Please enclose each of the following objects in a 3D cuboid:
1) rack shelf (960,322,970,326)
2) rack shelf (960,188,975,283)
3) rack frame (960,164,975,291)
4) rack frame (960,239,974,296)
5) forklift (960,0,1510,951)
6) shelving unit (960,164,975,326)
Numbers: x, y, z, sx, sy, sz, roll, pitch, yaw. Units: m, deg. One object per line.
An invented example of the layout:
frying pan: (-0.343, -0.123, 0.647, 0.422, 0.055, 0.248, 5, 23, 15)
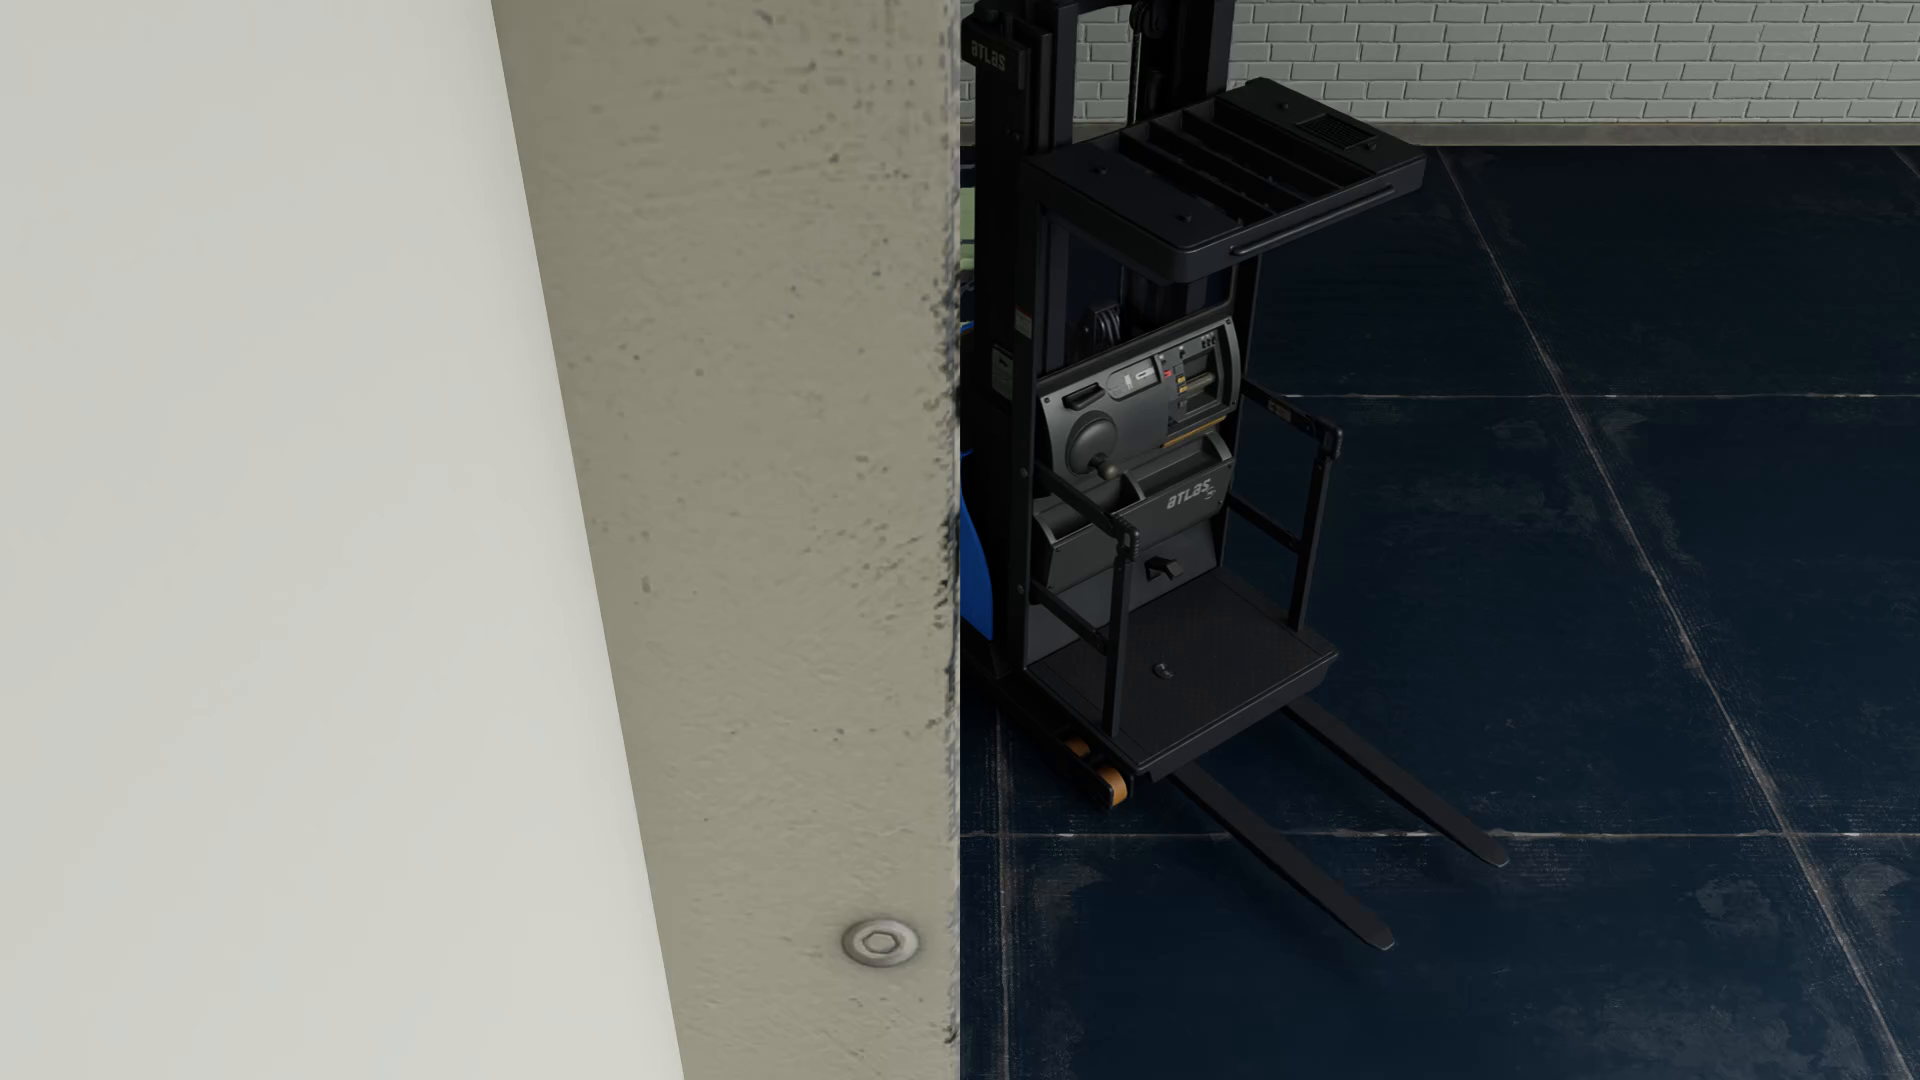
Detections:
rack shelf: (-0.062, -0.729, 7.968, 0.431, 0.370, 0.720, 0, 38, 0)
rack shelf: (-0.062, -1.294, 7.528, 0.431, 0.370, 0.720, 0, 38, 0)
rack frame: (-0.063, -1.211, 8.057, 0.400, 1.500, 0.023, 0, 38, 0)
rack frame: (-0.060, -0.762, 7.479, 0.400, 1.500, 0.023, 0, 38, 0)
forklift: (0.801, -0.456, 5.975, 1.130, 2.935, 3.031, -25, 45, -28)
shelving unit: (-0.062, -0.986, 7.768, 0.431, 1.500, 0.755, 0, 38, 0)
